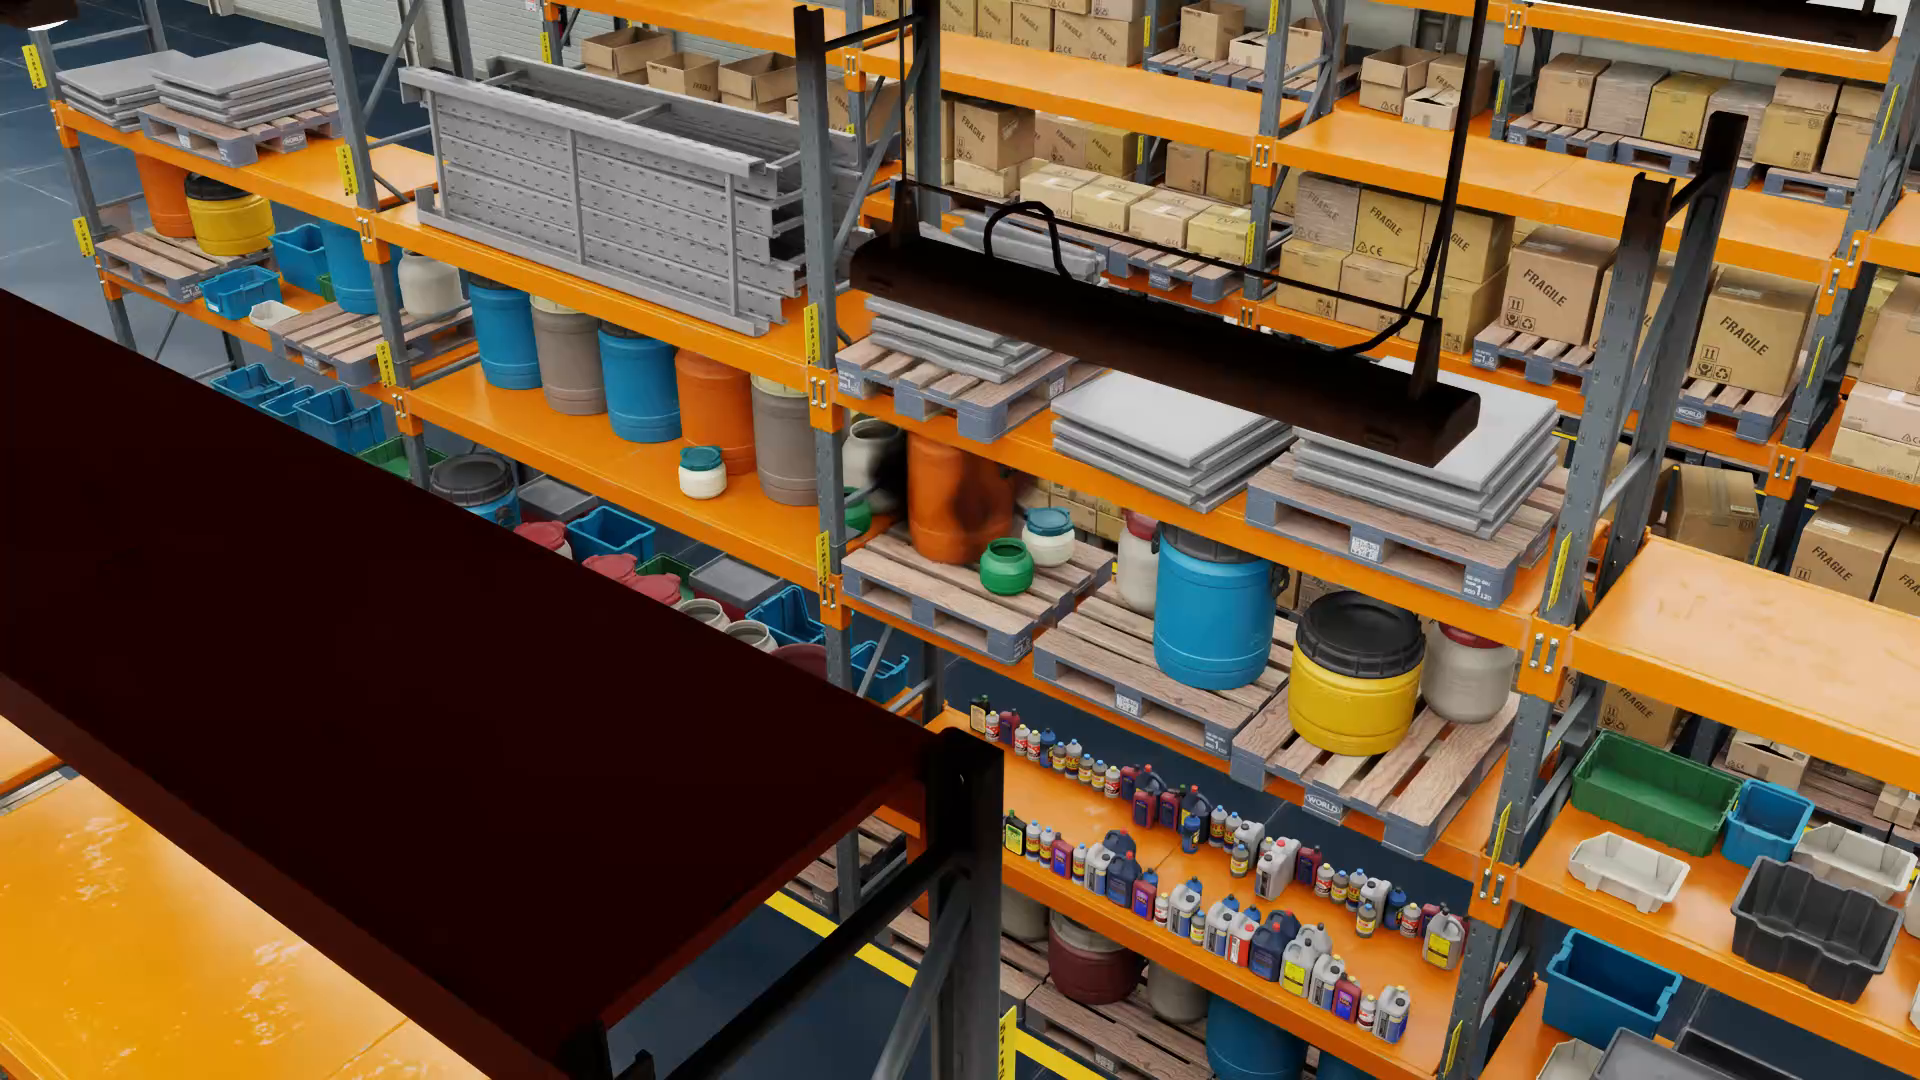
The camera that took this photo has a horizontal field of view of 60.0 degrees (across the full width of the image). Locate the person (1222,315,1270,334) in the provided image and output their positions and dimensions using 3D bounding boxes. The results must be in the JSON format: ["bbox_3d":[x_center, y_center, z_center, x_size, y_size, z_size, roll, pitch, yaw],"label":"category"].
[{"bbox_3d":[2.724,-1.692,16.368,0.500,1.777,0.600,-14,34,-22],"label":"person"}]
